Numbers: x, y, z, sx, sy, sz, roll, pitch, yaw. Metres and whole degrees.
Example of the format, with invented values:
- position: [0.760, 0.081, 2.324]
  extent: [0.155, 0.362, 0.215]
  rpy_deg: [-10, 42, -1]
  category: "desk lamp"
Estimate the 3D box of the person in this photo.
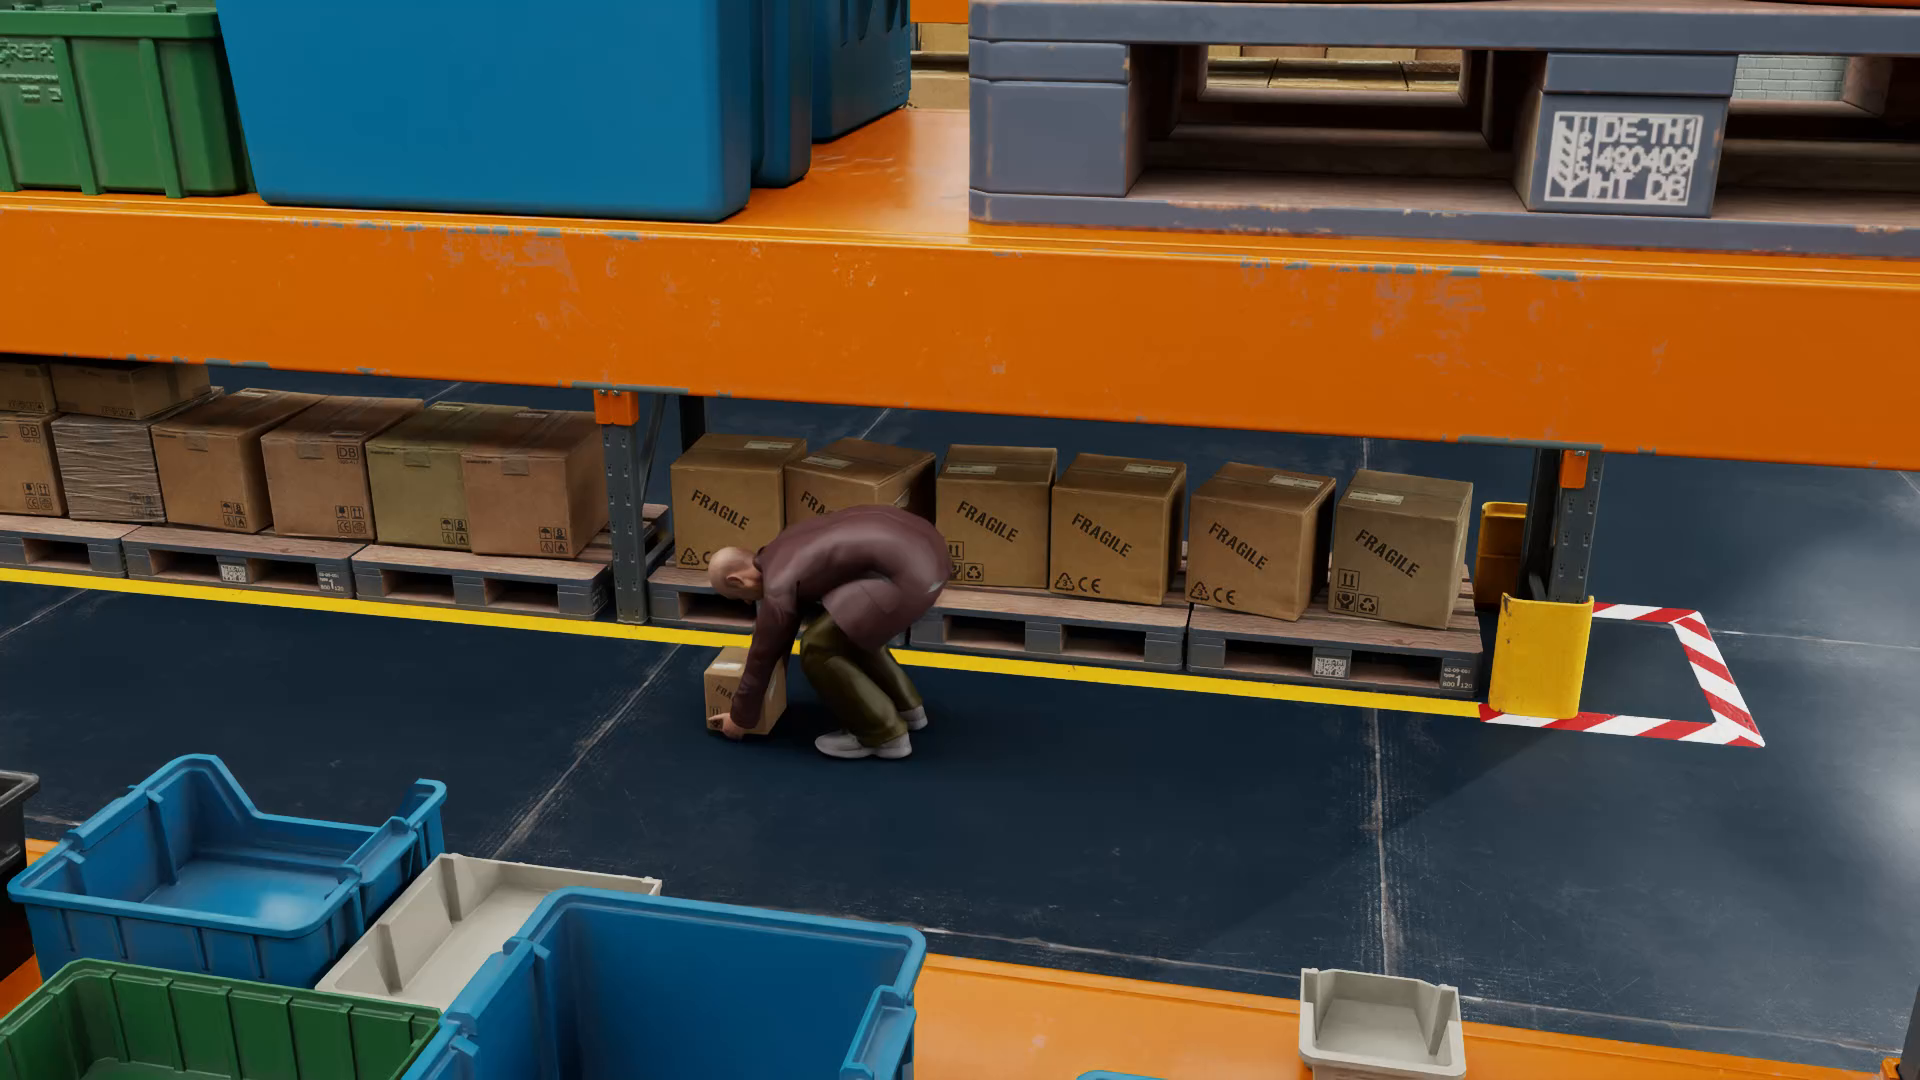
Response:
- position: [-0.507, 0.337, 6.415]
  extent: [0.937, 0.925, 0.594]
  rpy_deg: [4, 22, 9]
  category: "person"
